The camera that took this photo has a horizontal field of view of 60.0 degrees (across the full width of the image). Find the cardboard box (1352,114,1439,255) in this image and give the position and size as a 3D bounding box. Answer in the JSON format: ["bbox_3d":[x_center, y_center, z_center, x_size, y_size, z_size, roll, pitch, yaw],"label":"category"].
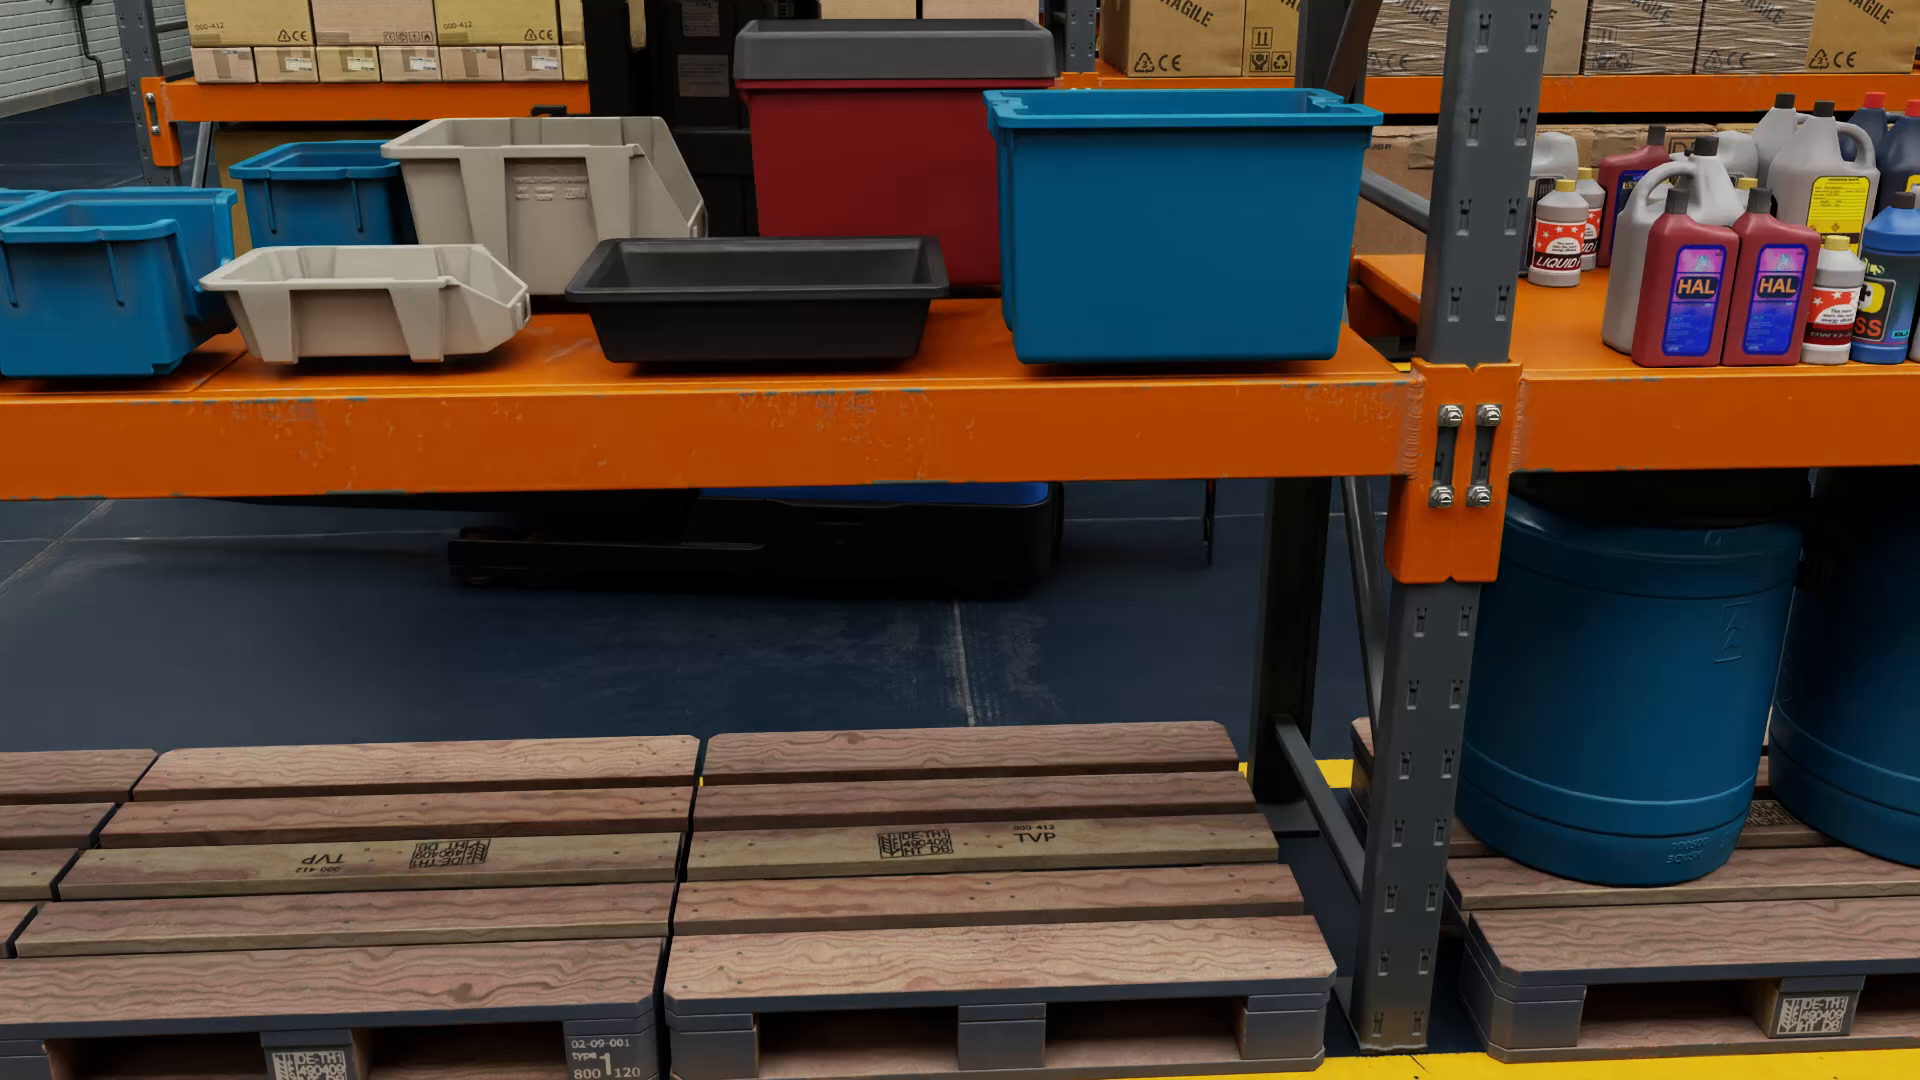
[{"bbox_3d":[2.028,-1.621,8.060,0.875,0.875,1.225,-2,21,-5],"label":"cardboard box"}]

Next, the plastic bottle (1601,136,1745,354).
[{"bbox_3d":[1.191,-0.490,2.761,0.185,0.351,0.144,-1,21,-3],"label":"plastic bottle"}]

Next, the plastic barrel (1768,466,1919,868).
[{"bbox_3d":[2.032,0.145,3.384,0.708,0.901,0.600,-1,21,-3],"label":"plastic barrel"}]

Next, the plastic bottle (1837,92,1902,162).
[{"bbox_3d":[1.864,-0.736,3.407,0.185,0.351,0.144,-1,21,-3],"label":"plastic bottle"}]

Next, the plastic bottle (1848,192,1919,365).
[{"bbox_3d":[1.515,-0.429,2.714,0.097,0.271,0.097,0,21,0],"label":"plastic bottle"}]

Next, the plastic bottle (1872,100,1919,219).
[{"bbox_3d":[1.872,-0.685,3.273,0.185,0.351,0.144,-1,21,-3],"label":"plastic bottle"}]

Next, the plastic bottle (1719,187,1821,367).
[{"bbox_3d":[1.304,-0.424,2.683,0.133,0.283,0.061,-1,21,-3],"label":"plastic bottle"}]

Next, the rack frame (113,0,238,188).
[{"bbox_3d":[-3.496,-2.298,7.442,0.127,3.000,1.000,-1,21,-3],"label":"rack frame"}]

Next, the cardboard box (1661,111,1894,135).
[{"bbox_3d":[3.801,-1.657,8.155,0.875,0.875,1.225,-2,21,-6],"label":"cardboard box"}]

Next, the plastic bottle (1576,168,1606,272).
[{"bbox_3d":[1.270,-0.662,3.424,0.097,0.201,0.097,0,21,0],"label":"plastic bottle"}]

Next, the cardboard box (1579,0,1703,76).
[{"bbox_3d":[2.996,-2.390,7.542,0.500,0.500,0.500,-2,21,-5],"label":"cardboard box"}]

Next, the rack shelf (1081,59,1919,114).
[{"bbox_3d":[2.494,-2.084,7.890,4.000,0.370,1.077,-1,21,-3],"label":"rack shelf"}]

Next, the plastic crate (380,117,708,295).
[{"bbox_3d":[-0.755,-0.627,3.135,0.530,0.282,0.437,-1,21,-3],"label":"plastic crate"}]

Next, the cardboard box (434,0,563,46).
[{"bbox_3d":[-1.981,-2.303,7.247,0.500,0.250,0.500,-2,21,-5],"label":"cardboard box"}]

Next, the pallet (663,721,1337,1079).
[{"bbox_3d":[0.049,0.712,3.455,1.213,0.211,1.003,-1,21,-3],"label":"pallet"}]

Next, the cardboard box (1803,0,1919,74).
[{"bbox_3d":[4.013,-2.410,7.593,0.500,0.500,0.500,-1,21,-1],"label":"cardboard box"}]

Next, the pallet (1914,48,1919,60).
[{"bbox_3d":[5.197,-2.423,8.040,1.003,0.211,1.213,-1,21,-3],"label":"pallet"}]

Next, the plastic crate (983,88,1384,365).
[{"bbox_3d":[0.334,-0.510,2.683,0.575,0.384,0.392,-1,21,-3],"label":"plastic crate"}]

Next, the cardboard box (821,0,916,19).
[{"bbox_3d":[-0.445,-2.335,7.331,0.500,0.250,0.500,-1,21,-1],"label":"cardboard box"}]

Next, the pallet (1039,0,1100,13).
[{"bbox_3d":[1.087,-4.018,12.228,1.213,0.211,1.003,-1,21,-3],"label":"pallet"}]

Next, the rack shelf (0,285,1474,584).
[{"bbox_3d":[-1.216,-0.243,3.055,4.000,0.370,1.077,-1,21,-3],"label":"rack shelf"}]

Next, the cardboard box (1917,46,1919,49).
[{"bbox_3d":[7.688,-3.406,12.924,0.750,0.750,1.050,-1,21,-3],"label":"cardboard box"}]

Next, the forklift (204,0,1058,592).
[{"bbox_3d":[-1.193,-1.408,5.199,3.031,2.935,1.130,2,21,5],"label":"forklift"}]

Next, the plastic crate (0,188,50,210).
[{"bbox_3d":[-1.633,-0.404,2.616,0.300,0.233,0.416,-1,21,-3],"label":"plastic crate"}]

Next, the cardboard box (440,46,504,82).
[{"bbox_3d":[-2.097,-2.092,7.254,0.250,0.149,0.380,-2,21,-4],"label":"cardboard box"}]

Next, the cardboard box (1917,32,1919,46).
[{"bbox_3d":[10.102,-5.277,17.486,0.500,0.500,0.500,-2,21,-4],"label":"cardboard box"}]

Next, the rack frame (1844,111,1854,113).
[{"bbox_3d":[4.491,-2.461,7.869,0.127,3.000,1.000,-1,21,-3],"label":"rack frame"}]

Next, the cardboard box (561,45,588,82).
[{"bbox_3d":[-1.587,-2.103,7.281,0.250,0.149,0.380,-2,21,-4],"label":"cardboard box"}]

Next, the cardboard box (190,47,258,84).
[{"bbox_3d":[-3.122,-2.071,7.198,0.250,0.149,0.380,-1,21,-2],"label":"cardboard box"}]

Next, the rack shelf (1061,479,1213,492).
[{"bbox_3d":[0.574,-0.272,5.397,0.480,0.148,0.258,2,21,5],"label":"rack shelf"}]

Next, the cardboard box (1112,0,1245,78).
[{"bbox_3d":[0.971,-2.347,7.429,0.500,0.500,0.500,-1,21,-3],"label":"cardboard box"}]

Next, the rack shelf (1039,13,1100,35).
[{"bbox_3d":[2.312,-3.848,12.523,4.000,0.370,1.077,-1,21,-3],"label":"rack shelf"}]

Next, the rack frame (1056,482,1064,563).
[{"bbox_3d":[0.331,-0.529,5.323,0.015,1.200,0.240,2,21,5],"label":"rack frame"}]

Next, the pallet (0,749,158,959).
[{"bbox_3d":[-2.387,0.761,3.325,1.213,0.211,1.003,-1,21,-3],"label":"pallet"}]

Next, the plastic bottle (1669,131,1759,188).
[{"bbox_3d":[1.520,-0.692,3.398,0.135,0.276,0.152,-1,21,-3],"label":"plastic bottle"}]

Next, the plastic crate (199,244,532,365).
[{"bbox_3d":[-0.941,-0.383,2.697,0.466,0.136,0.293,-1,21,-3],"label":"plastic crate"}]

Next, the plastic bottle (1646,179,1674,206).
[{"bbox_3d":[1.406,-0.643,3.374,0.097,0.201,0.097,0,21,0],"label":"plastic bottle"}]

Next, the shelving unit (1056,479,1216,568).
[{"bbox_3d":[0.574,-0.521,5.303,0.503,1.200,0.258,2,21,5],"label":"shelving unit"}]

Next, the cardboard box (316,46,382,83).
[{"bbox_3d":[-2.611,-2.082,7.227,0.250,0.149,0.380,-2,21,-4],"label":"cardboard box"}]

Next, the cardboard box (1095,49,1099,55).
[{"bbox_3d":[1.045,-3.627,12.801,0.500,0.250,0.500,-2,21,-4],"label":"cardboard box"}]

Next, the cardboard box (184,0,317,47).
[{"bbox_3d":[-3.001,-2.281,7.189,0.500,0.250,0.500,-2,21,-4],"label":"cardboard box"}]

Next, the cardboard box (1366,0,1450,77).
[{"bbox_3d":[1.973,-2.367,7.483,0.500,0.500,0.500,-2,21,-4],"label":"cardboard box"}]
